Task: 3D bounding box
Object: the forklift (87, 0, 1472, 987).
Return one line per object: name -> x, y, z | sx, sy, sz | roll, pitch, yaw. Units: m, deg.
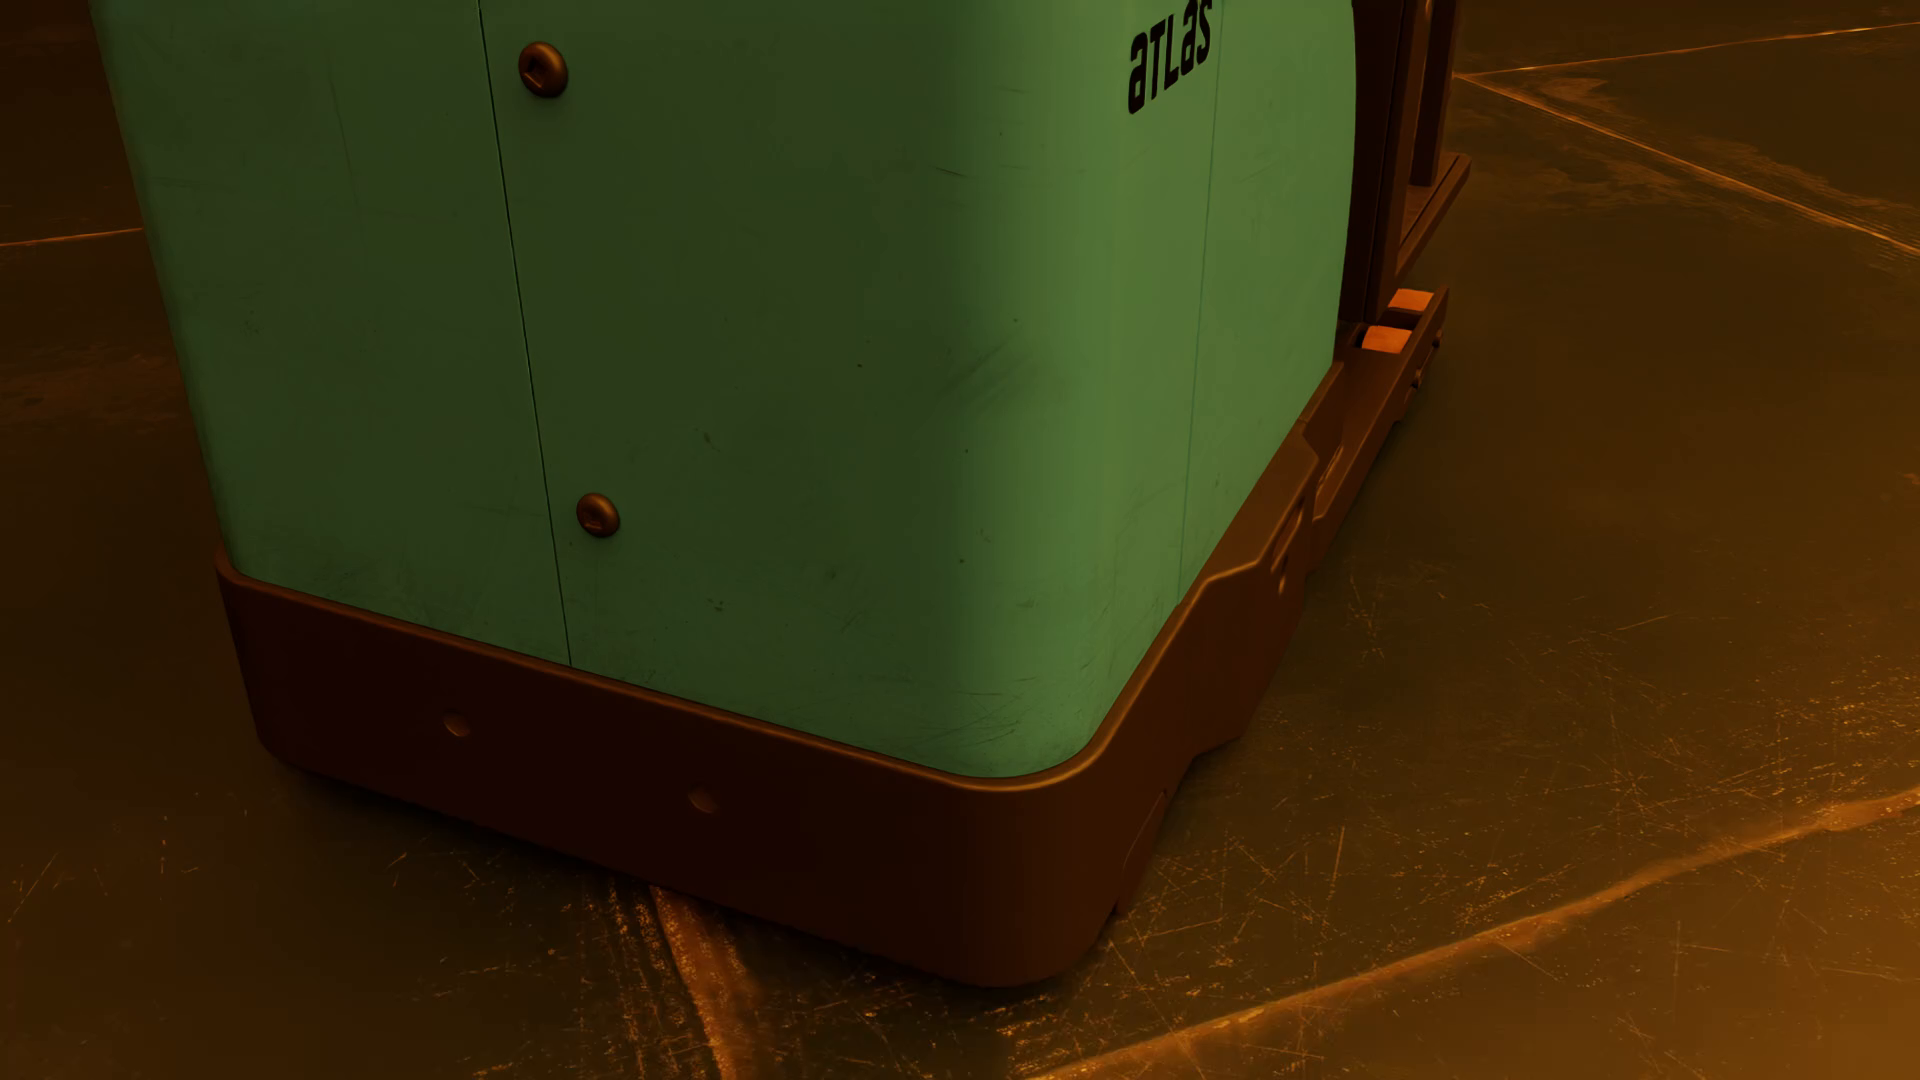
forklift -> 0.234, -1.553, 2.265 | 1.130, 2.935, 3.031 | 13, 32, 21
